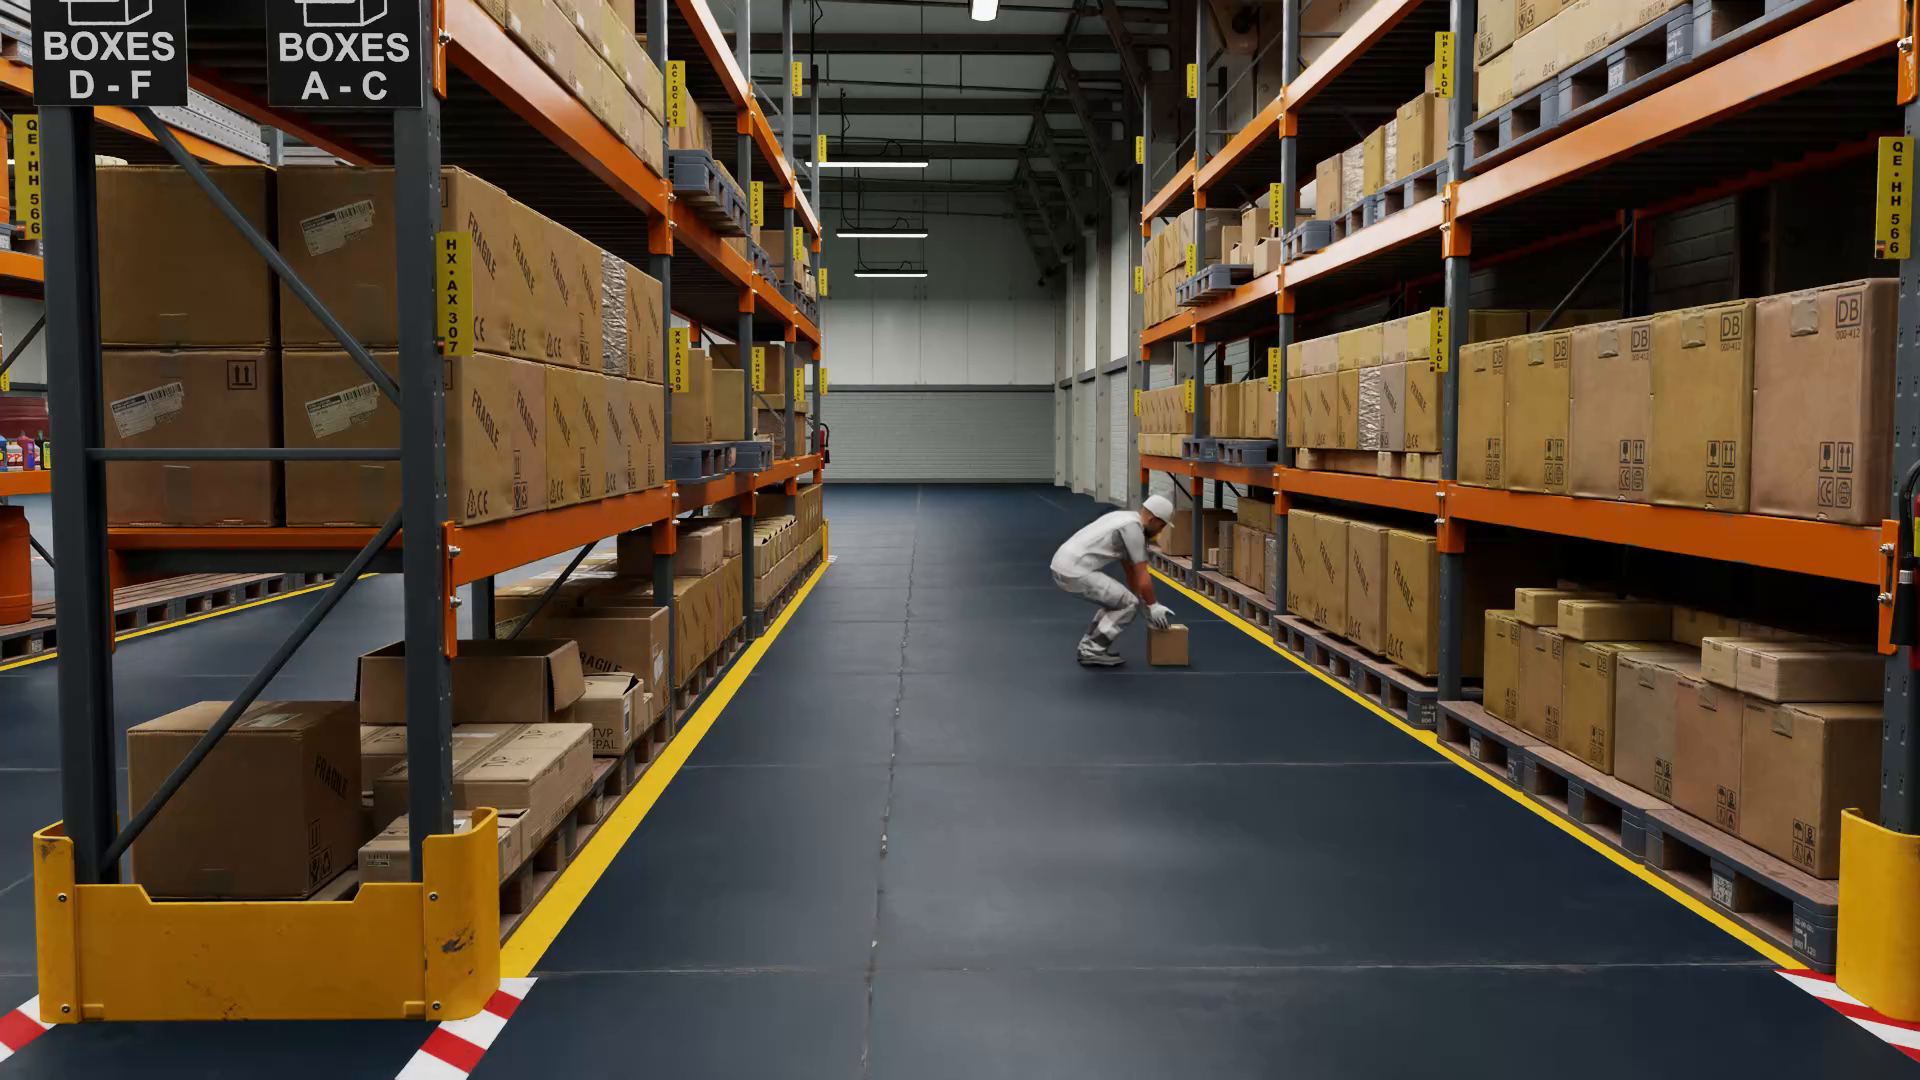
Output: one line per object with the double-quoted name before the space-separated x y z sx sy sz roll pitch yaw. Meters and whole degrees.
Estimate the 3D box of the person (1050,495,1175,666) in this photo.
"person" 1.042 0.268 11.351 0.858 1.144 0.583 0 4 -2
